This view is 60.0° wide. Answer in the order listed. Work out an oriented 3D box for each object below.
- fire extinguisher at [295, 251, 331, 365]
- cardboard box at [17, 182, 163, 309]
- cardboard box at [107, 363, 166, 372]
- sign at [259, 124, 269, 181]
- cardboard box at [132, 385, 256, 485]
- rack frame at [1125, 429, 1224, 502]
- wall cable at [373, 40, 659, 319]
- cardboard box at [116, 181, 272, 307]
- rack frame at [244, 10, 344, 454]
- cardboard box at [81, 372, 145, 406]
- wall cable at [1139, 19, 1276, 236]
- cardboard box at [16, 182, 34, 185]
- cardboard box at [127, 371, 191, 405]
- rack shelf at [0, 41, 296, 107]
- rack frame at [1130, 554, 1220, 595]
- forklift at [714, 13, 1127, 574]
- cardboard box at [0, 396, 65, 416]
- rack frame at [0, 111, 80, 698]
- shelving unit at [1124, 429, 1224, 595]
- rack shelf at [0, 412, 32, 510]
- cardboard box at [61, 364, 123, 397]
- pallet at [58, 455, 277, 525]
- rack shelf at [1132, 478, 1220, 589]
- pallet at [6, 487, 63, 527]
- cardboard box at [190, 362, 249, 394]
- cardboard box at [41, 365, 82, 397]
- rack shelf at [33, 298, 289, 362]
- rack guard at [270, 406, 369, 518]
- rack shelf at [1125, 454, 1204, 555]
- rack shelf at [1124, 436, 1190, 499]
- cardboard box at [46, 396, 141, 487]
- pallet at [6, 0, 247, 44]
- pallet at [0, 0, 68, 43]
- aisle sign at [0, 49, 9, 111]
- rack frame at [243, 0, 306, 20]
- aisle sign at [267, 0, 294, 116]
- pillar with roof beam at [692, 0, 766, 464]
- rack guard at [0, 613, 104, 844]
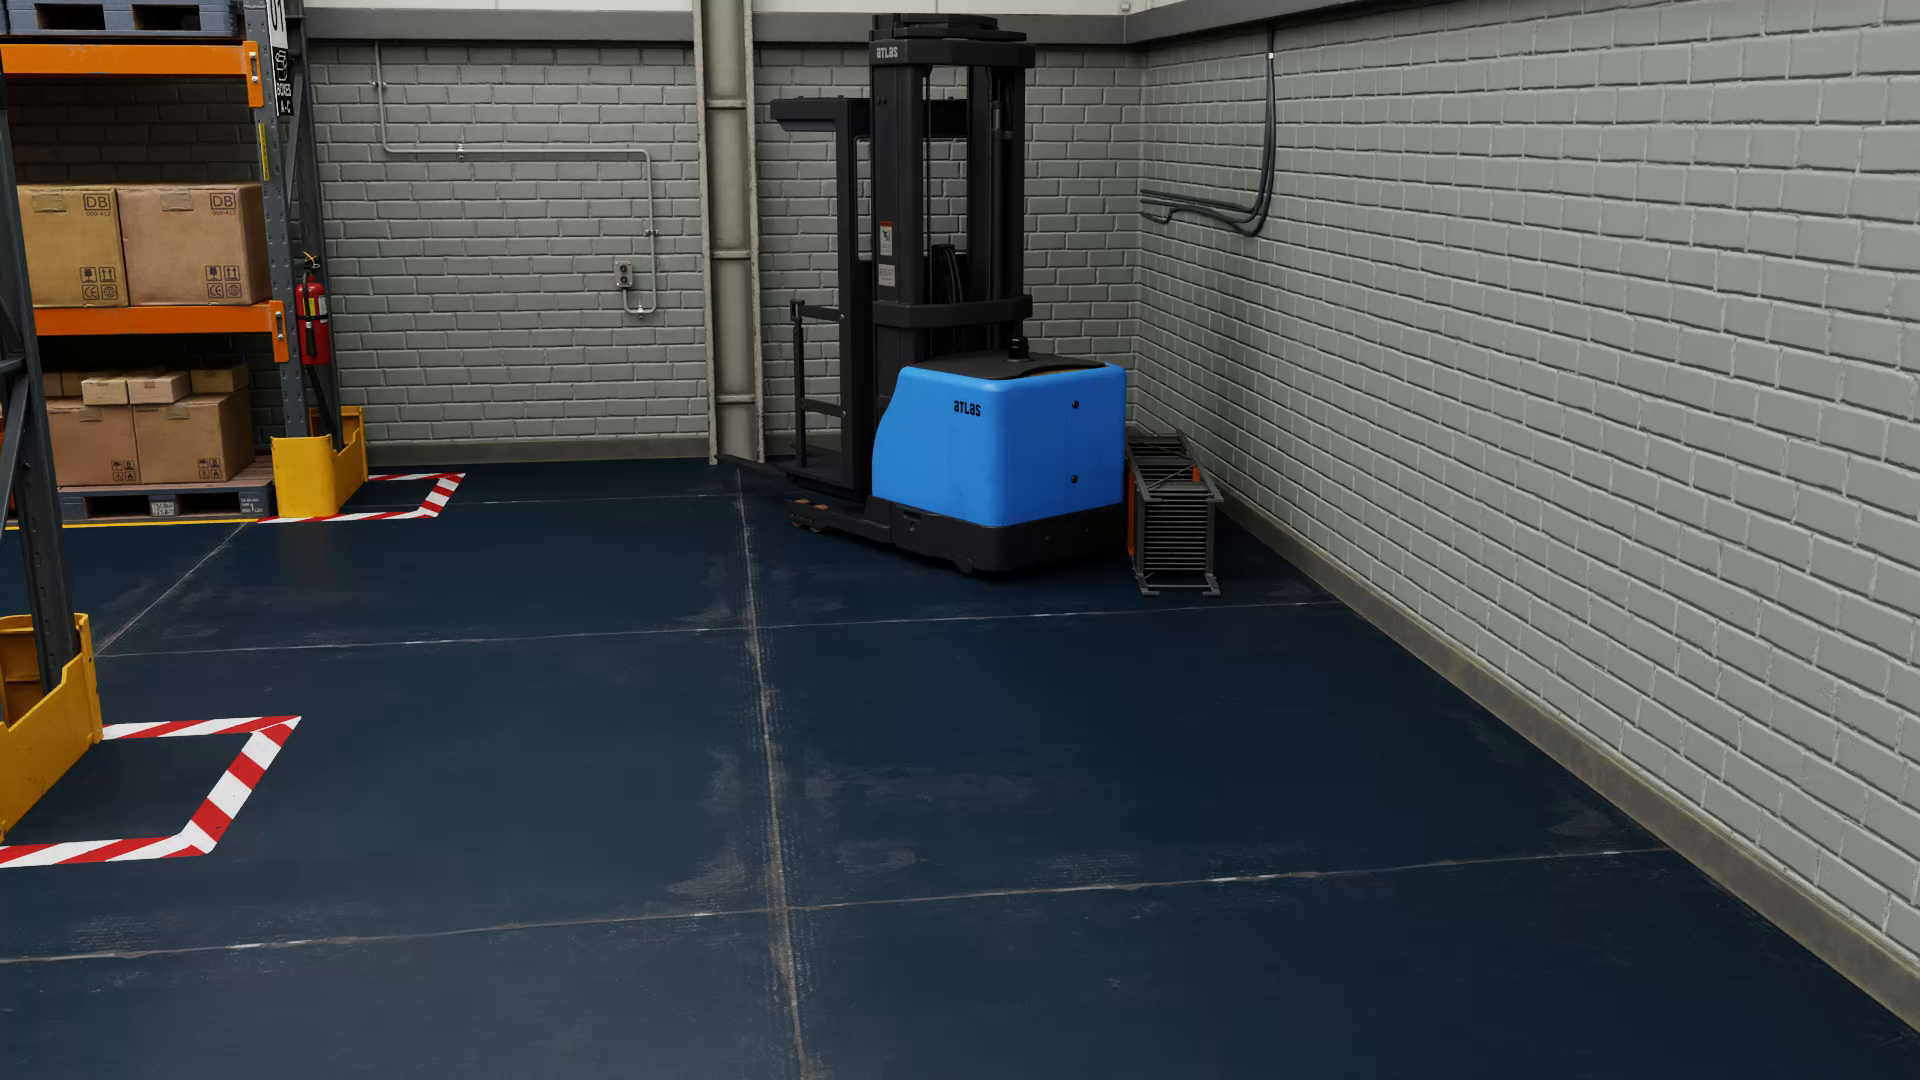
[{"bbox_3d":[-3.937,-1.409,10.099,0.183,0.674,0.296,-2,14,-8],"label":"fire extinguisher"},{"bbox_3d":[-5.376,-1.828,10.229,0.700,0.700,0.980,-2,14,-9],"label":"cardboard box"},{"bbox_3d":[-5.240,-1.023,10.578,0.250,0.149,0.380,-2,14,-8],"label":"cardboard box"},{"bbox_3d":[-4.088,-2.278,9.773,0.005,0.325,0.100,-2,14,-8],"label":"sign"},{"bbox_3d":[-4.833,-0.675,10.521,0.500,0.500,0.700,-2,14,-8],"label":"cardboard box"},{"bbox_3d":[1.159,-0.446,9.424,0.400,0.015,2.100,0,14,1],"label":"rack frame"},{"bbox_3d":[-3.030,-2.500,11.434,1.851,1.984,0.084,-2,14,-8],"label":"wall cable"},{"bbox_3d":[-4.658,-1.857,10.345,0.700,0.700,0.980,-1,14,-6],"label":"cardboard box"},{"bbox_3d":[-4.155,-1.733,10.465,0.127,3.000,1.000,-2,14,-8],"label":"rack frame"},{"bbox_3d":[-5.185,-0.931,10.211,0.250,0.149,0.380,-2,14,-7],"label":"cardboard box"},{"bbox_3d":[1.491,-3.256,10.587,0.112,2.526,3.097,-2,14,-8],"label":"wall cable"},{"bbox_3d":[-6.131,-1.803,10.128,0.700,0.700,0.980,-3,14,-11],"label":"cardboard box"},{"bbox_3d":[-4.932,-0.941,10.249,0.250,0.149,0.380,-2,14,-9],"label":"cardboard box"},{"bbox_3d":[-6.133,-2.766,9.899,4.000,0.370,1.077,-2,14,-8],"label":"rack shelf"},{"bbox_3d":[1.159,0.028,9.539,0.400,0.015,2.100,0,14,1],"label":"rack frame"},{"bbox_3d":[-0.403,-1.537,9.825,1.130,2.935,3.031,-12,18,-39],"label":"forklift"},{"bbox_3d":[-5.825,-0.638,10.375,0.500,0.500,0.700,-3,14,-10],"label":"cardboard box"},{"bbox_3d":[-3.414,-0.541,5.714,0.127,3.000,1.000,-2,14,-8],"label":"rack frame"},{"bbox_3d":[1.159,-0.209,9.482,0.431,0.503,2.100,0,14,1],"label":"shelving unit"},{"bbox_3d":[-5.391,-0.120,5.513,4.000,0.370,1.077,-2,14,-8],"label":"rack shelf"},{"bbox_3d":[-5.487,-1.014,10.542,0.250,0.149,0.380,-2,14,-8],"label":"cardboard box"},{"bbox_3d":[-4.934,-0.332,10.614,1.213,0.211,1.003,-2,14,-8],"label":"pallet"},{"bbox_3d":[1.142,-0.042,8.788,0.431,0.480,0.518,0,14,1],"label":"rack shelf"},{"bbox_3d":[-6.138,-0.289,10.440,1.213,0.211,1.003,-2,14,-8],"label":"pallet"},{"bbox_3d":[-4.739,-1.042,10.652,0.250,0.149,0.380,-2,14,-8],"label":"cardboard box"},{"bbox_3d":[-5.739,-1.005,10.505,0.250,0.149,0.380,-2,14,-8],"label":"cardboard box"},{"bbox_3d":[-6.133,-1.311,10.263,4.000,0.370,1.077,-2,14,-8],"label":"rack shelf"},{"bbox_3d":[-4.132,-0.521,10.772,0.348,0.500,1.175,-2,14,-8],"label":"rack guard"},{"bbox_3d":[1.159,-0.206,9.468,0.431,0.480,0.518,0,14,1],"label":"rack shelf"},{"bbox_3d":[1.176,-0.370,10.149,0.431,0.480,0.518,0,14,1],"label":"rack shelf"},{"bbox_3d":[-5.327,-0.656,10.448,0.500,0.500,0.700,-2,14,-8],"label":"cardboard box"},{"bbox_3d":[-4.887,-3.115,9.994,1.213,0.211,1.003,-2,14,-8],"label":"pallet"},{"bbox_3d":[-6.096,-3.070,9.814,1.213,0.211,1.003,-2,14,-8],"label":"pallet"},{"bbox_3d":[-3.390,-1.875,5.689,0.004,0.787,0.394,-2,14,-8],"label":"aisle sign"},{"bbox_3d":[-4.155,-4.643,9.735,0.127,3.000,1.000,-2,14,-8],"label":"rack frame"},{"bbox_3d":[-4.040,-2.924,9.871,0.004,0.787,0.394,-2,14,-8],"label":"aisle sign"},{"bbox_3d":[-0.973,-3.913,6.826,0.400,9.000,9.100,-2,14,-8],"label":"pillar with roof beam"},{"bbox_3d":[-3.489,0.674,6.007,0.348,0.500,1.175,-2,14,-8],"label":"rack guard"}]
